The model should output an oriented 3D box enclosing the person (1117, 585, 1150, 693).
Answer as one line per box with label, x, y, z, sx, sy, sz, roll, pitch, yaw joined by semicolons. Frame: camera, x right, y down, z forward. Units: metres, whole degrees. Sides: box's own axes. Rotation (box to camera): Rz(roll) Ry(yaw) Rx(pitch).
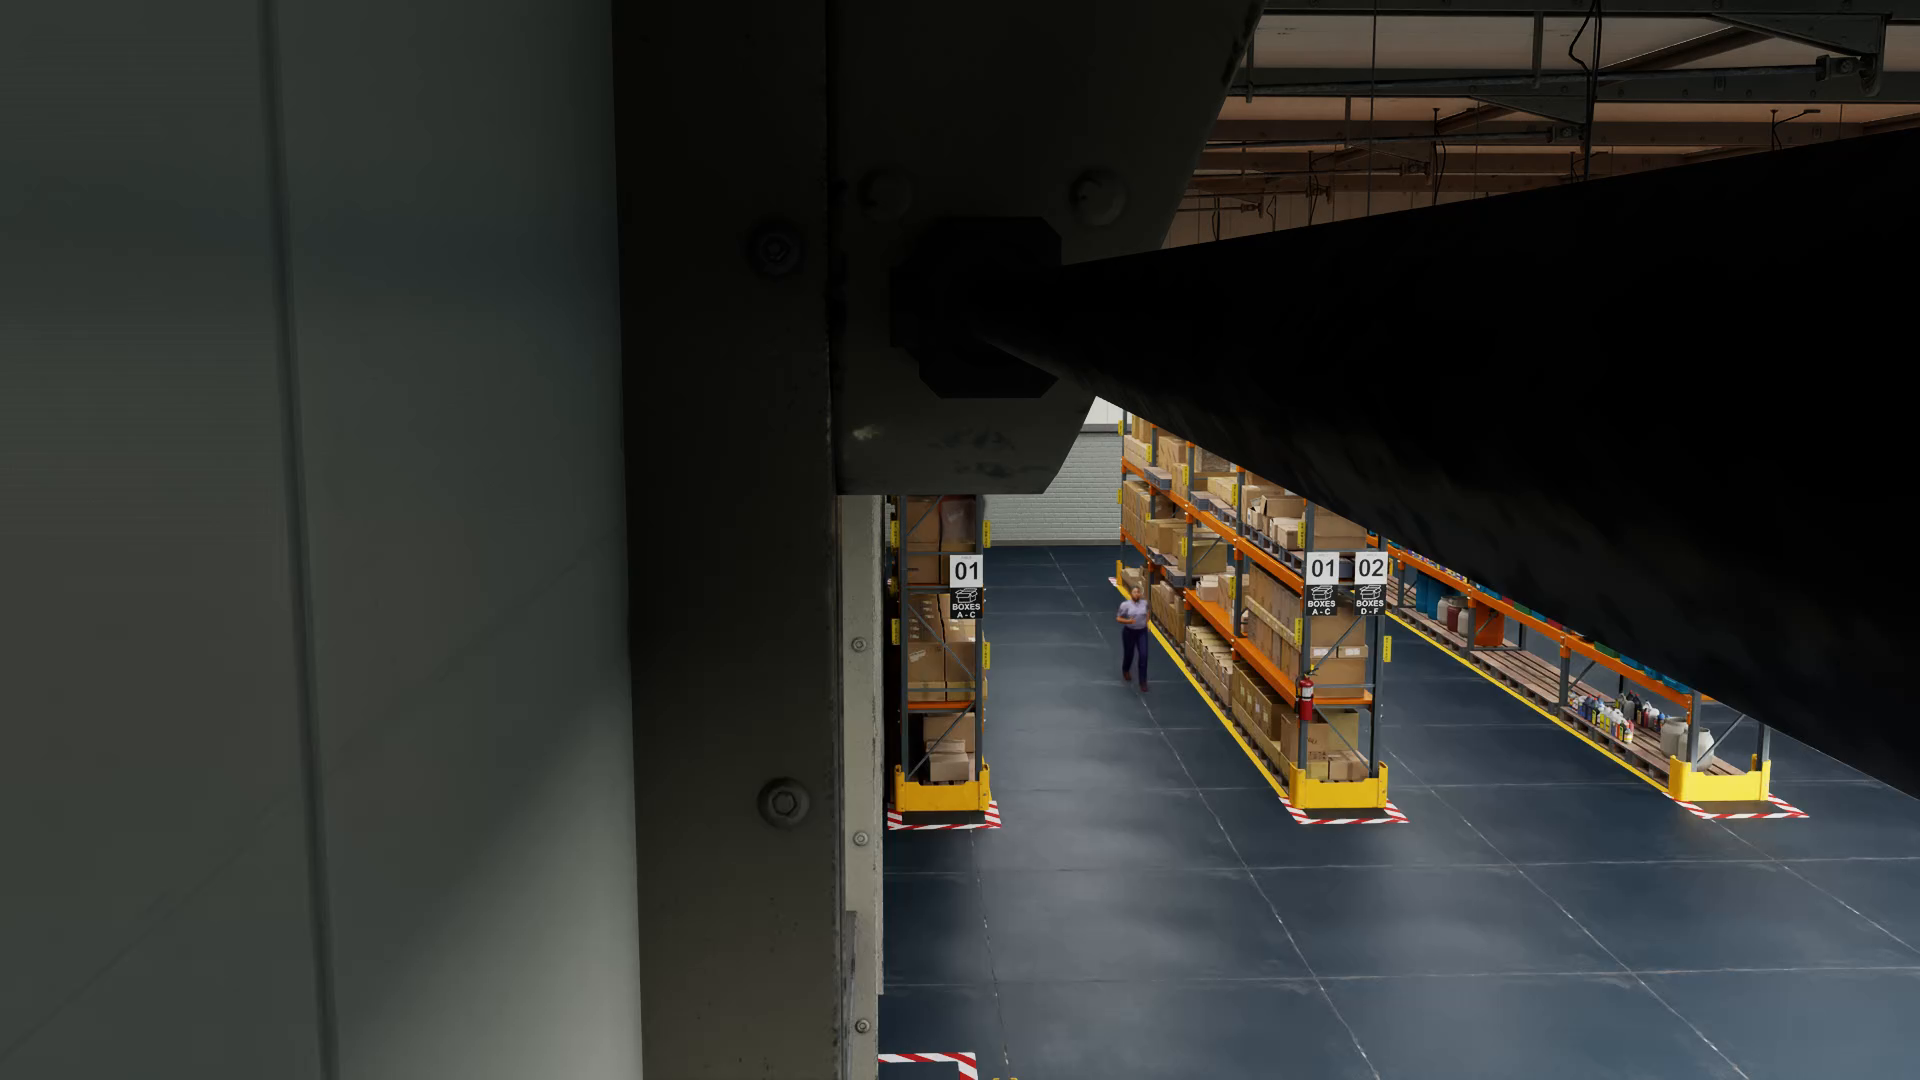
person;2.820;1.555;26.866;0.604;1.669;0.893;-1;8;-7
